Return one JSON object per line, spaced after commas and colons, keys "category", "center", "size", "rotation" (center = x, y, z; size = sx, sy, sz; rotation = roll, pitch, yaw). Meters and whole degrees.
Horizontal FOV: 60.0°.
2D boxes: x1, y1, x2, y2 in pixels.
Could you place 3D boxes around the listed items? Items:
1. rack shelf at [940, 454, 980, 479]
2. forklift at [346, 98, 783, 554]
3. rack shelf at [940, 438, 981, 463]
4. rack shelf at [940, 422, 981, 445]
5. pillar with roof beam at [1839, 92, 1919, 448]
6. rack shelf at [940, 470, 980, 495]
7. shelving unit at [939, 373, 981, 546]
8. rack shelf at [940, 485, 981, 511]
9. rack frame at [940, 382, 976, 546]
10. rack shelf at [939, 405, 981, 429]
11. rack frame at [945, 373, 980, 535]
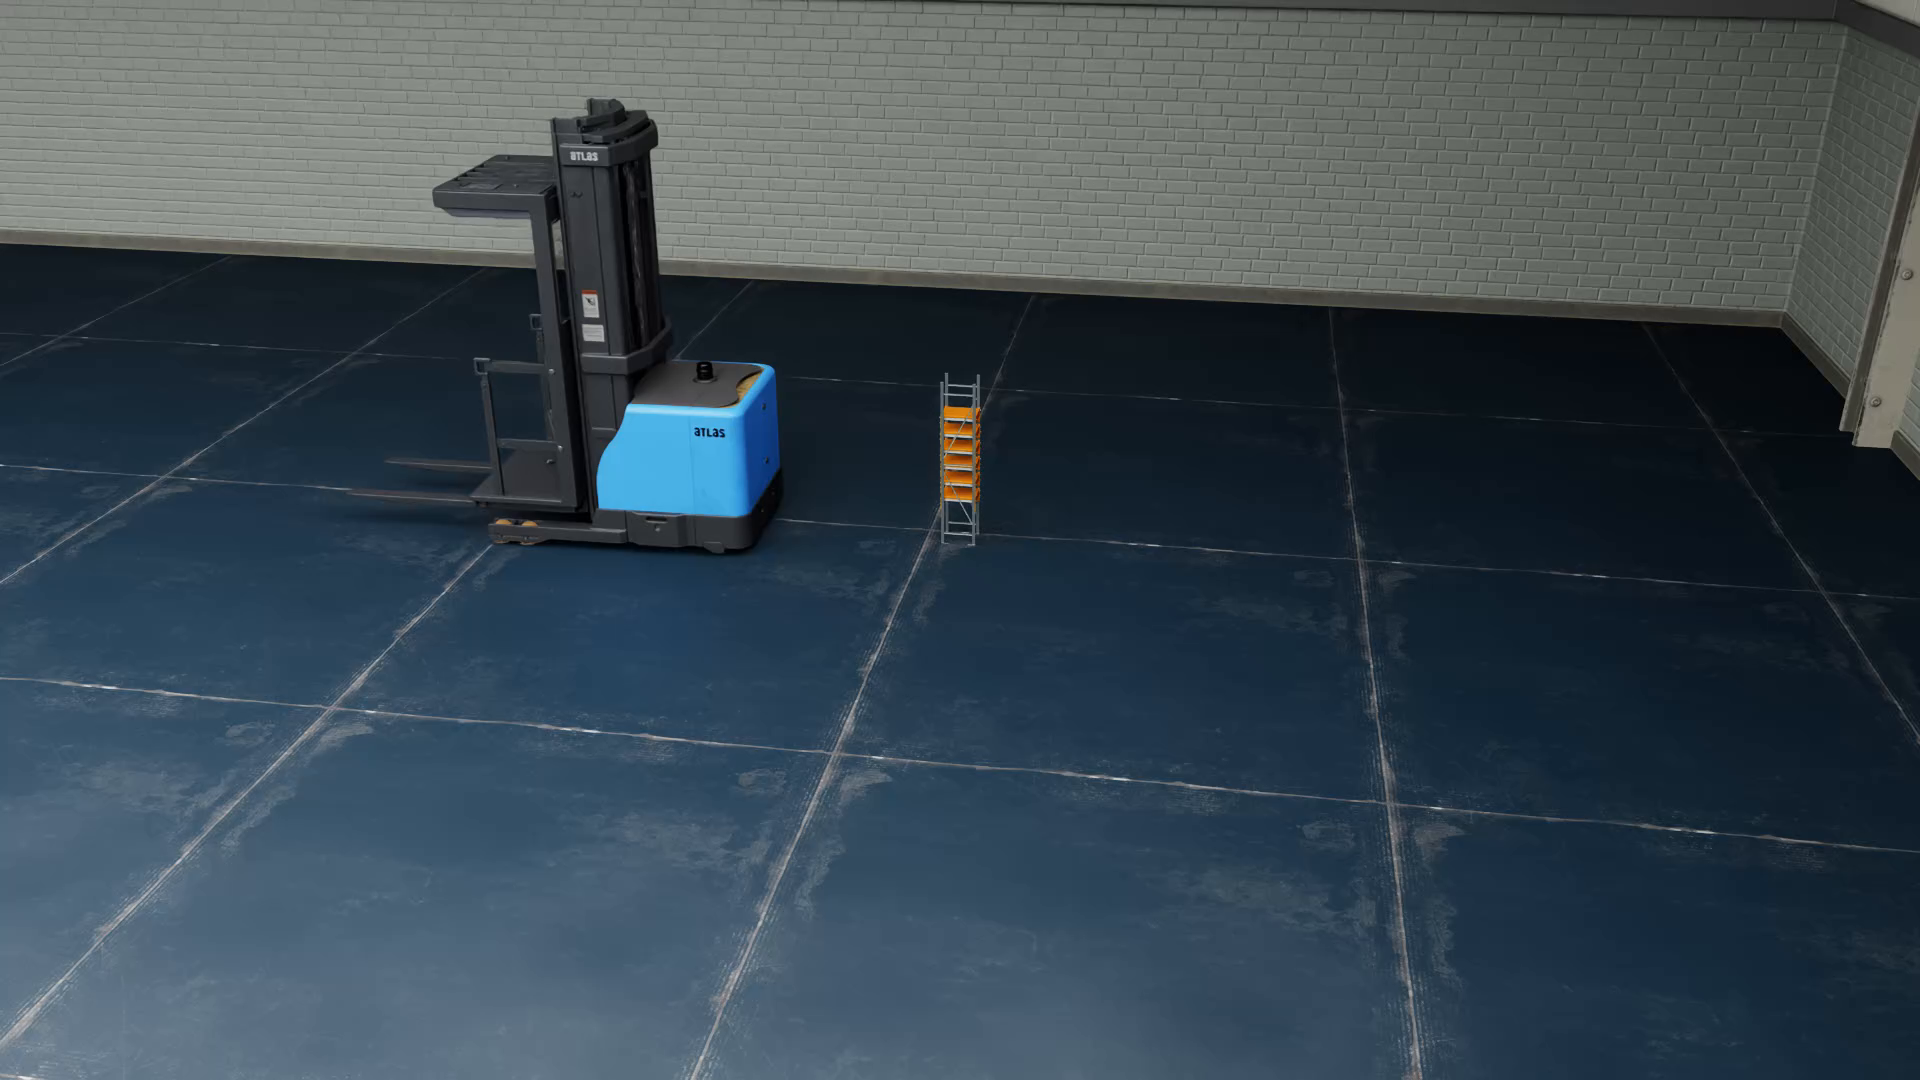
{"category": "rack shelf", "center": [0.002, -0.509, 11.527], "size": [0.258, 0.103, 0.180], "rotation": [4, 25, 9]}
{"category": "forklift", "center": [-2.866, -1.506, 11.511], "size": [3.031, 2.935, 1.130], "rotation": [4, 25, 8]}
{"category": "rack shelf", "center": [0.002, -0.618, 11.477], "size": [0.258, 0.103, 0.180], "rotation": [4, 25, 9]}
{"category": "rack shelf", "center": [0.002, -0.727, 11.426], "size": [0.258, 0.103, 0.180], "rotation": [4, 25, 9]}
{"category": "pillar with roof beam", "center": [3.121, -5.201, 12.247], "size": [9.100, 9.000, 0.400], "rotation": [4, 25, 9]}
{"category": "rack shelf", "center": [0.002, -0.401, 11.578], "size": [0.258, 0.103, 0.180], "rotation": [4, 25, 9]}
{"category": "shelving unit", "center": [0.002, -0.549, 11.509], "size": [0.258, 1.200, 0.189], "rotation": [4, 25, 9]}
{"category": "rack shelf", "center": [0.002, -0.292, 11.629], "size": [0.258, 0.103, 0.180], "rotation": [4, 25, 9]}
{"category": "rack frame", "center": [-0.013, -0.511, 11.427], "size": [0.240, 1.200, 0.006], "rotation": [4, 25, 9]}
{"category": "rack shelf", "center": [0.002, -0.835, 11.375], "size": [0.258, 0.103, 0.180], "rotation": [4, 25, 9]}
{"category": "rack frame", "center": [0.017, -0.588, 11.590], "size": [0.240, 1.200, 0.006], "rotation": [4, 25, 9]}
